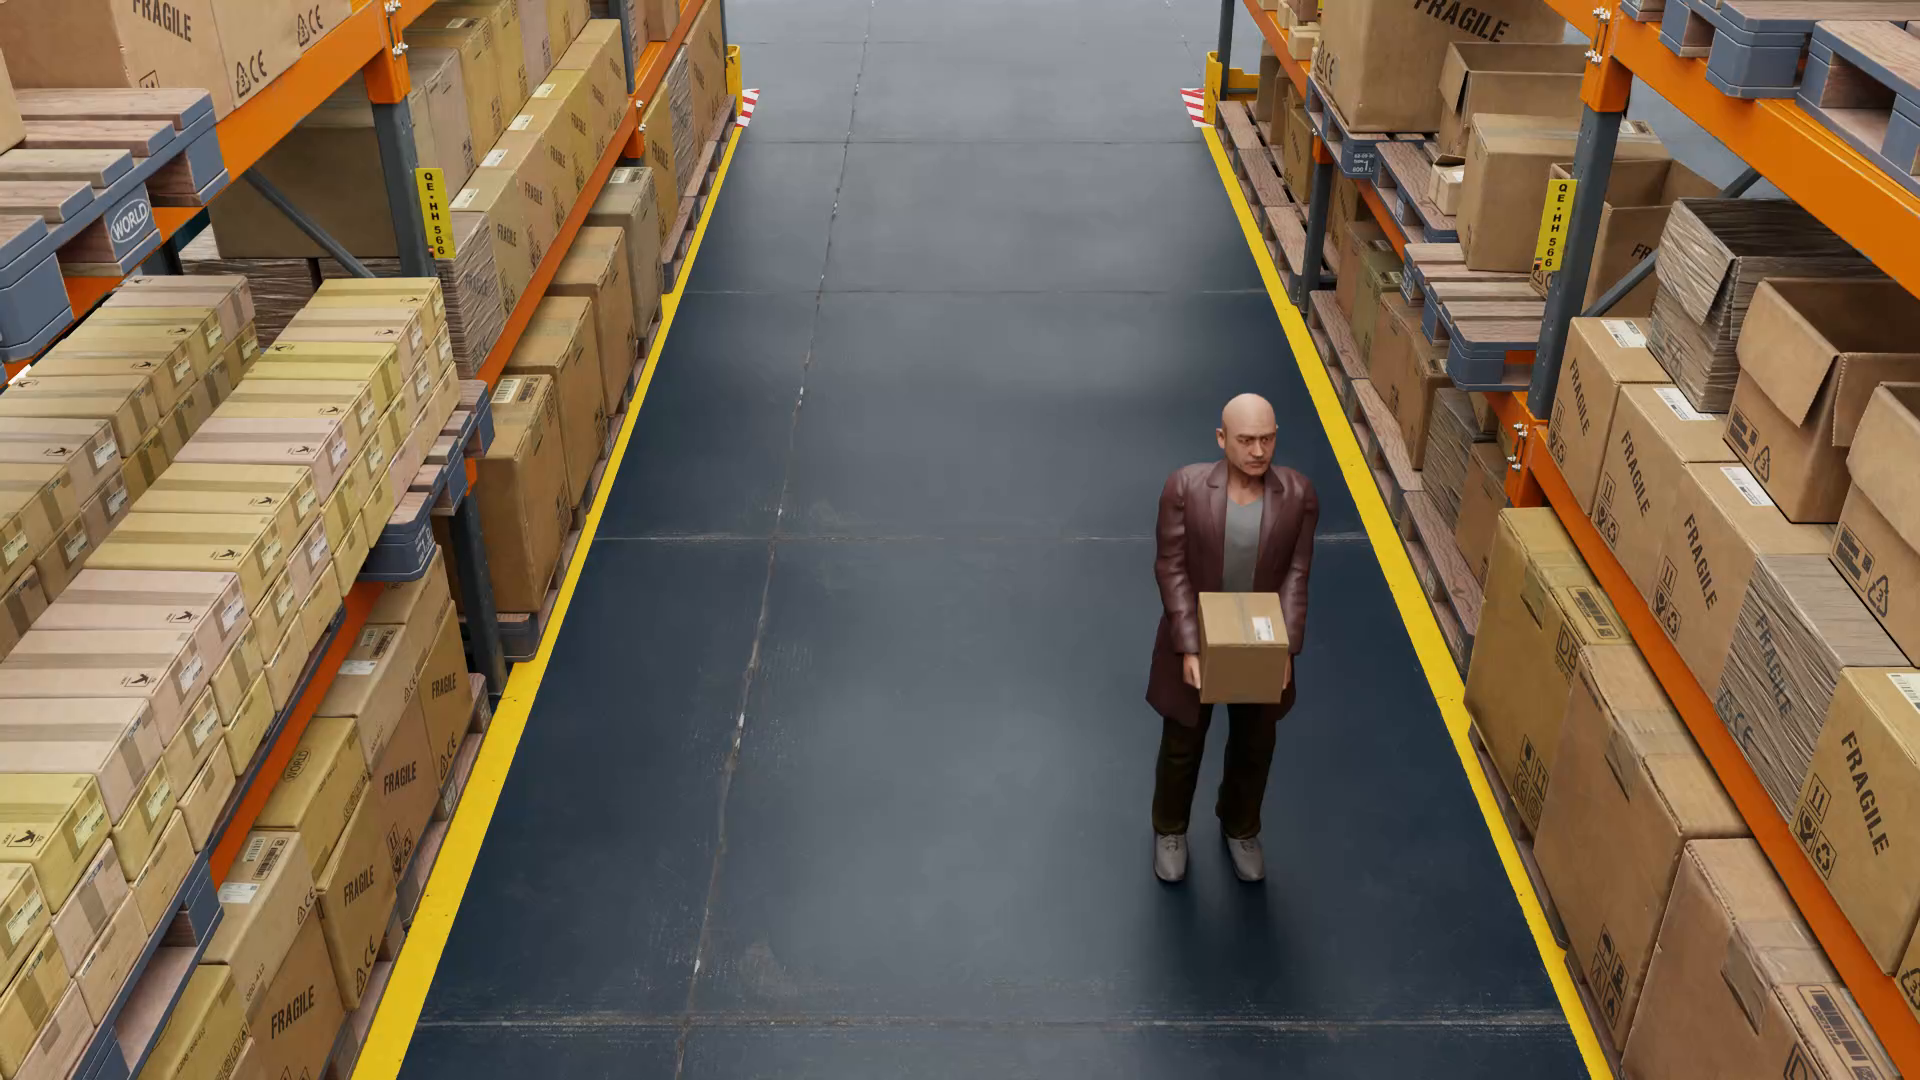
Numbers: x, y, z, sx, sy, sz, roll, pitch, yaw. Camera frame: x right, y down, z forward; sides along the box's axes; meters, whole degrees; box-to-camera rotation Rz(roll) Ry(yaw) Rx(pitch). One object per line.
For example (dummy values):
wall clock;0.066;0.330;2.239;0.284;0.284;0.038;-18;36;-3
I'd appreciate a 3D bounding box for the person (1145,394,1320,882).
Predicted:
person;0.892;0.403;5.486;0.529;1.770;0.563;0;31;0
